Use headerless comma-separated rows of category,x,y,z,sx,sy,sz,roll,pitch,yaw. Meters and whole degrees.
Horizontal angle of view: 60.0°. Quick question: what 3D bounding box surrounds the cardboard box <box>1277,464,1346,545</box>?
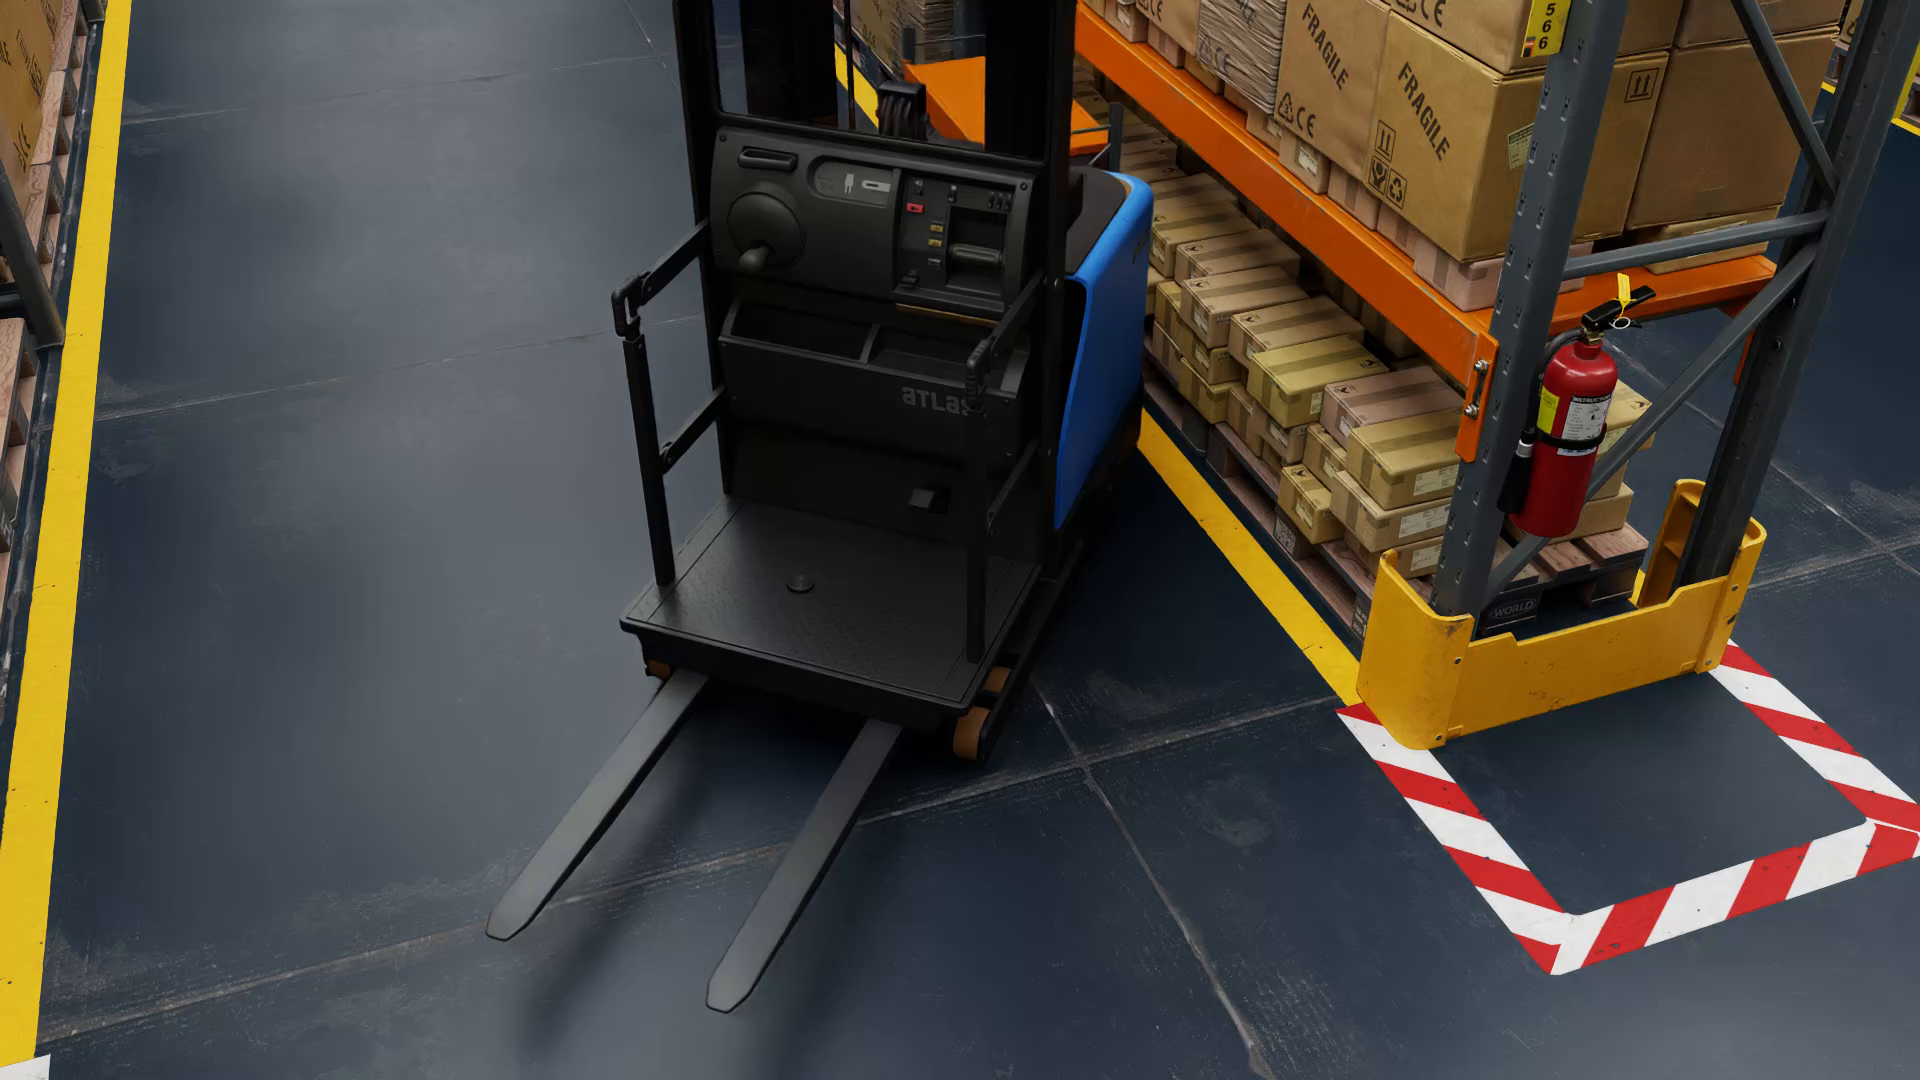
cardboard box,1.278,-0.146,5.472,0.380,0.149,0.250,-11,38,-15

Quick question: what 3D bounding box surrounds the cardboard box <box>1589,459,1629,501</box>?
cardboard box,1.899,-0.236,5.343,0.380,0.149,0.250,-11,38,-14

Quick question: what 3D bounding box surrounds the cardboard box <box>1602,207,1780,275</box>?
cardboard box,2.034,-0.889,4.647,0.380,0.149,0.250,-13,39,-16

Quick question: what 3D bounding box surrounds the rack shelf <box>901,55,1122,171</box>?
rack shelf,0.178,-1.581,6.427,0.538,0.278,1.000,-12,39,-15

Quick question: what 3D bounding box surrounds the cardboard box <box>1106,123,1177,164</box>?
cardboard box,0.669,-1.585,6.887,0.380,0.149,0.250,-13,39,-17

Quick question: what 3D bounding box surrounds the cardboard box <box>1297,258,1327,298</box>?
cardboard box,1.391,-0.964,6.311,0.380,0.149,0.250,-11,38,-14

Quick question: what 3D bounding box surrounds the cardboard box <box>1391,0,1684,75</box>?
cardboard box,1.447,-1.504,4.092,0.500,0.500,0.500,-13,39,-17

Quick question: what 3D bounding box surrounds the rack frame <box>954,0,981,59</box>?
rack frame,0.462,-2.999,7.238,1.000,3.000,0.127,-12,39,-16

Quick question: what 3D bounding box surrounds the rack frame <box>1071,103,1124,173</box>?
rack frame,0.344,-1.058,6.219,0.500,1.125,0.032,-12,39,-15

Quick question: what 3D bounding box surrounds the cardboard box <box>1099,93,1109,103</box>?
cardboard box,0.868,-2.034,7.731,0.380,0.149,0.250,-12,39,-15

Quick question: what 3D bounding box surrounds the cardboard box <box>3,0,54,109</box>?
cardboard box,-5.065,-2.583,8.103,0.875,0.875,0.875,-12,39,-15

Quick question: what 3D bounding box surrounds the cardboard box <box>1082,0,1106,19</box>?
cardboard box,0.665,-2.089,6.240,0.380,0.149,0.250,-12,39,-15

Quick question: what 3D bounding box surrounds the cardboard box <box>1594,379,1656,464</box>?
cardboard box,1.977,-0.372,5.277,0.380,0.149,0.250,-14,39,-18

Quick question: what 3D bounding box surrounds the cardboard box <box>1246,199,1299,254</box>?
cardboard box,1.329,-1.233,6.420,0.380,0.149,0.250,-12,39,-16

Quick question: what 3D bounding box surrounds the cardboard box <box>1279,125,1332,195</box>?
cardboard box,1.200,-1.190,5.046,0.380,0.149,0.250,-11,38,-15

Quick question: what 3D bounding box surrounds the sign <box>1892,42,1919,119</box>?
sign,2.348,-1.197,4.127,0.100,0.325,0.005,-12,39,-16

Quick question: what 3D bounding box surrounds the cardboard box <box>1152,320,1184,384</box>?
cardboard box,0.948,-0.740,6.260,0.380,0.149,0.250,-12,39,-15

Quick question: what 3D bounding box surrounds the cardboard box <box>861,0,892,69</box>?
cardboard box,-0.206,-2.824,8.734,0.500,0.500,0.500,-13,39,-17

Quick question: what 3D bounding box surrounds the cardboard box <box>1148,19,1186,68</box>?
cardboard box,0.886,-1.795,5.848,0.380,0.149,0.250,-11,38,-14

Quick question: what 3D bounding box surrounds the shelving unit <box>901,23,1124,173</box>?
shelving unit,0.178,-1.347,6.603,0.538,1.125,1.048,-12,39,-15

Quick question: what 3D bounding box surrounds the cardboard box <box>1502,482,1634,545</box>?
cardboard box,1.958,-0.130,5.450,0.380,0.149,0.250,-12,39,-15

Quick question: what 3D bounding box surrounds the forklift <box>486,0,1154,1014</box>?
forklift,-0.326,-0.805,4.383,1.130,2.935,3.031,13,39,16

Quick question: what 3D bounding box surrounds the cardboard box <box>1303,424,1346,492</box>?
cardboard box,1.349,-0.285,5.408,0.380,0.149,0.250,-13,39,-17

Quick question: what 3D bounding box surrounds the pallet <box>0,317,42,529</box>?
pallet,-3.963,-0.357,6.049,1.003,0.211,1.213,-12,39,-16

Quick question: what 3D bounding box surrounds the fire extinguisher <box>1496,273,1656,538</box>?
fire extinguisher,1.491,-0.321,4.058,0.296,0.674,0.183,-12,39,-16

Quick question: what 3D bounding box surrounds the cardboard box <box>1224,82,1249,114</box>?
cardboard box,1.100,-1.510,5.471,0.380,0.149,0.250,-14,39,-18

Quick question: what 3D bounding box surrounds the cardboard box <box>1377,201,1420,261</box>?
cardboard box,1.410,-0.913,4.677,0.380,0.149,0.250,-13,39,-16

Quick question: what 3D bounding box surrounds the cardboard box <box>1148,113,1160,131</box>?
cardboard box,1.046,-1.843,7.229,0.380,0.149,0.250,-13,39,-16

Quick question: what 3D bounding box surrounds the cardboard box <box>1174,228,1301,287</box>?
cardboard box,1.016,-0.997,6.107,0.380,0.149,0.250,-14,39,-17

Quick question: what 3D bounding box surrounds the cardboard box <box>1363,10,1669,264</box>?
cardboard box,1.442,-1.098,4.385,0.500,0.500,0.500,-12,39,-15

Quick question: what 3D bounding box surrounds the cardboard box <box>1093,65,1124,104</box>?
cardboard box,0.828,-2.118,7.595,0.380,0.149,0.250,-11,38,-15

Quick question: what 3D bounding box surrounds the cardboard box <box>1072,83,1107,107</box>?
cardboard box,0.425,-1.860,7.252,0.380,0.149,0.250,-11,38,-14

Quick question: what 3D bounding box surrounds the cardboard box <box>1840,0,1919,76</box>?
cardboard box,5.305,-2.898,8.521,0.875,0.875,0.875,-12,39,-16

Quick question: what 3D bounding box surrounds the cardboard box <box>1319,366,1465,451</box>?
cardboard box,1.385,-0.406,5.322,0.380,0.149,0.250,-12,39,-15

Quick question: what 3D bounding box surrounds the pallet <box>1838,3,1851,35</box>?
pallet,4.817,-3.275,9.922,1.003,0.211,1.213,-12,39,-16

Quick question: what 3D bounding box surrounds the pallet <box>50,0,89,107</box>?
pallet,-5.327,-2.601,9.028,1.003,0.211,1.213,-12,39,-16

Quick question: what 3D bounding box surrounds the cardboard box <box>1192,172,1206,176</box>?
cardboard box,1.182,-1.434,6.934,0.380,0.149,0.250,-12,38,-15

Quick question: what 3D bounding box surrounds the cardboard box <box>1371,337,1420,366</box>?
cardboard box,1.704,-0.690,5.946,0.380,0.149,0.250,-11,38,-15

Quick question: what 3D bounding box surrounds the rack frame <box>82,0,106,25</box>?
rack frame,-5.528,-4.176,8.801,1.000,3.000,0.127,-12,39,-16

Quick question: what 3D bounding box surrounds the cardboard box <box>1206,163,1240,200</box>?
cardboard box,1.242,-1.546,6.836,0.380,0.149,0.250,-14,39,-18

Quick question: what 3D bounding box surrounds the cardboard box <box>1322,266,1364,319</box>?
cardboard box,1.553,-0.953,6.048,0.380,0.149,0.250,-11,38,-14

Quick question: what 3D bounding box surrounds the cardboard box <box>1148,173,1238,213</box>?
cardboard box,0.851,-1.287,6.492,0.380,0.149,0.250,-14,39,-18

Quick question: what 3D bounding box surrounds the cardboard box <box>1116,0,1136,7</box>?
cardboard box,0.712,-2.255,5.921,0.500,0.500,0.500,-13,39,-17

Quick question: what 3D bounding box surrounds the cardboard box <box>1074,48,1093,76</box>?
cardboard box,0.456,-2.640,8.491,0.500,0.500,0.500,-11,38,-14

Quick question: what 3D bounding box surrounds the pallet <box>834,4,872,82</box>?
pallet,-0.231,-3.015,9.577,1.003,0.211,1.213,-12,39,-16

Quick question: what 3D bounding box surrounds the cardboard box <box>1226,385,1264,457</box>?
cardboard box,1.170,-0.450,5.875,0.380,0.149,0.250,-12,39,-15

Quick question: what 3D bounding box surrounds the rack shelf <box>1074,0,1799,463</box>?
rack shelf,1.150,-1.581,5.954,1.077,0.370,4.000,-12,39,-16

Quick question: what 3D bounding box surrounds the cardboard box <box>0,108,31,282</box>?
cardboard box,-4.440,-1.569,6.757,0.875,0.875,0.875,-11,38,-15

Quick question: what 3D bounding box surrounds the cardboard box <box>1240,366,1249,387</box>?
cardboard box,1.212,-0.592,5.816,0.380,0.149,0.250,-13,39,-16

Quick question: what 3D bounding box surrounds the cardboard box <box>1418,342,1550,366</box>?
cardboard box,1.803,-0.672,5.674,0.380,0.149,0.250,-13,39,-16

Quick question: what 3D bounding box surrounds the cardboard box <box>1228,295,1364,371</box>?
cardboard box,1.147,-0.685,5.693,0.380,0.149,0.250,-14,39,-18

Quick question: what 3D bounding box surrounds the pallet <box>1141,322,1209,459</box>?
pallet,1.150,-0.822,6.666,1.003,0.211,1.213,-12,39,-16

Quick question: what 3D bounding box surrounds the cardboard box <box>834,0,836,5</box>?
cardboard box,-0.554,-3.403,9.503,0.500,0.500,0.500,-13,39,-17

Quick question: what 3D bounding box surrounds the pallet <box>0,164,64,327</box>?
pallet,-4.488,-1.223,7.198,1.003,0.211,1.213,-12,39,-16

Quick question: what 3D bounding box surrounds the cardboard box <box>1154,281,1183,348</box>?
cardboard box,0.947,-0.858,6.169,0.380,0.149,0.250,-11,38,-14

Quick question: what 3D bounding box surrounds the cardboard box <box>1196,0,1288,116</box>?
cardboard box,1.086,-1.675,5.150,0.500,0.500,0.500,-12,39,-16
